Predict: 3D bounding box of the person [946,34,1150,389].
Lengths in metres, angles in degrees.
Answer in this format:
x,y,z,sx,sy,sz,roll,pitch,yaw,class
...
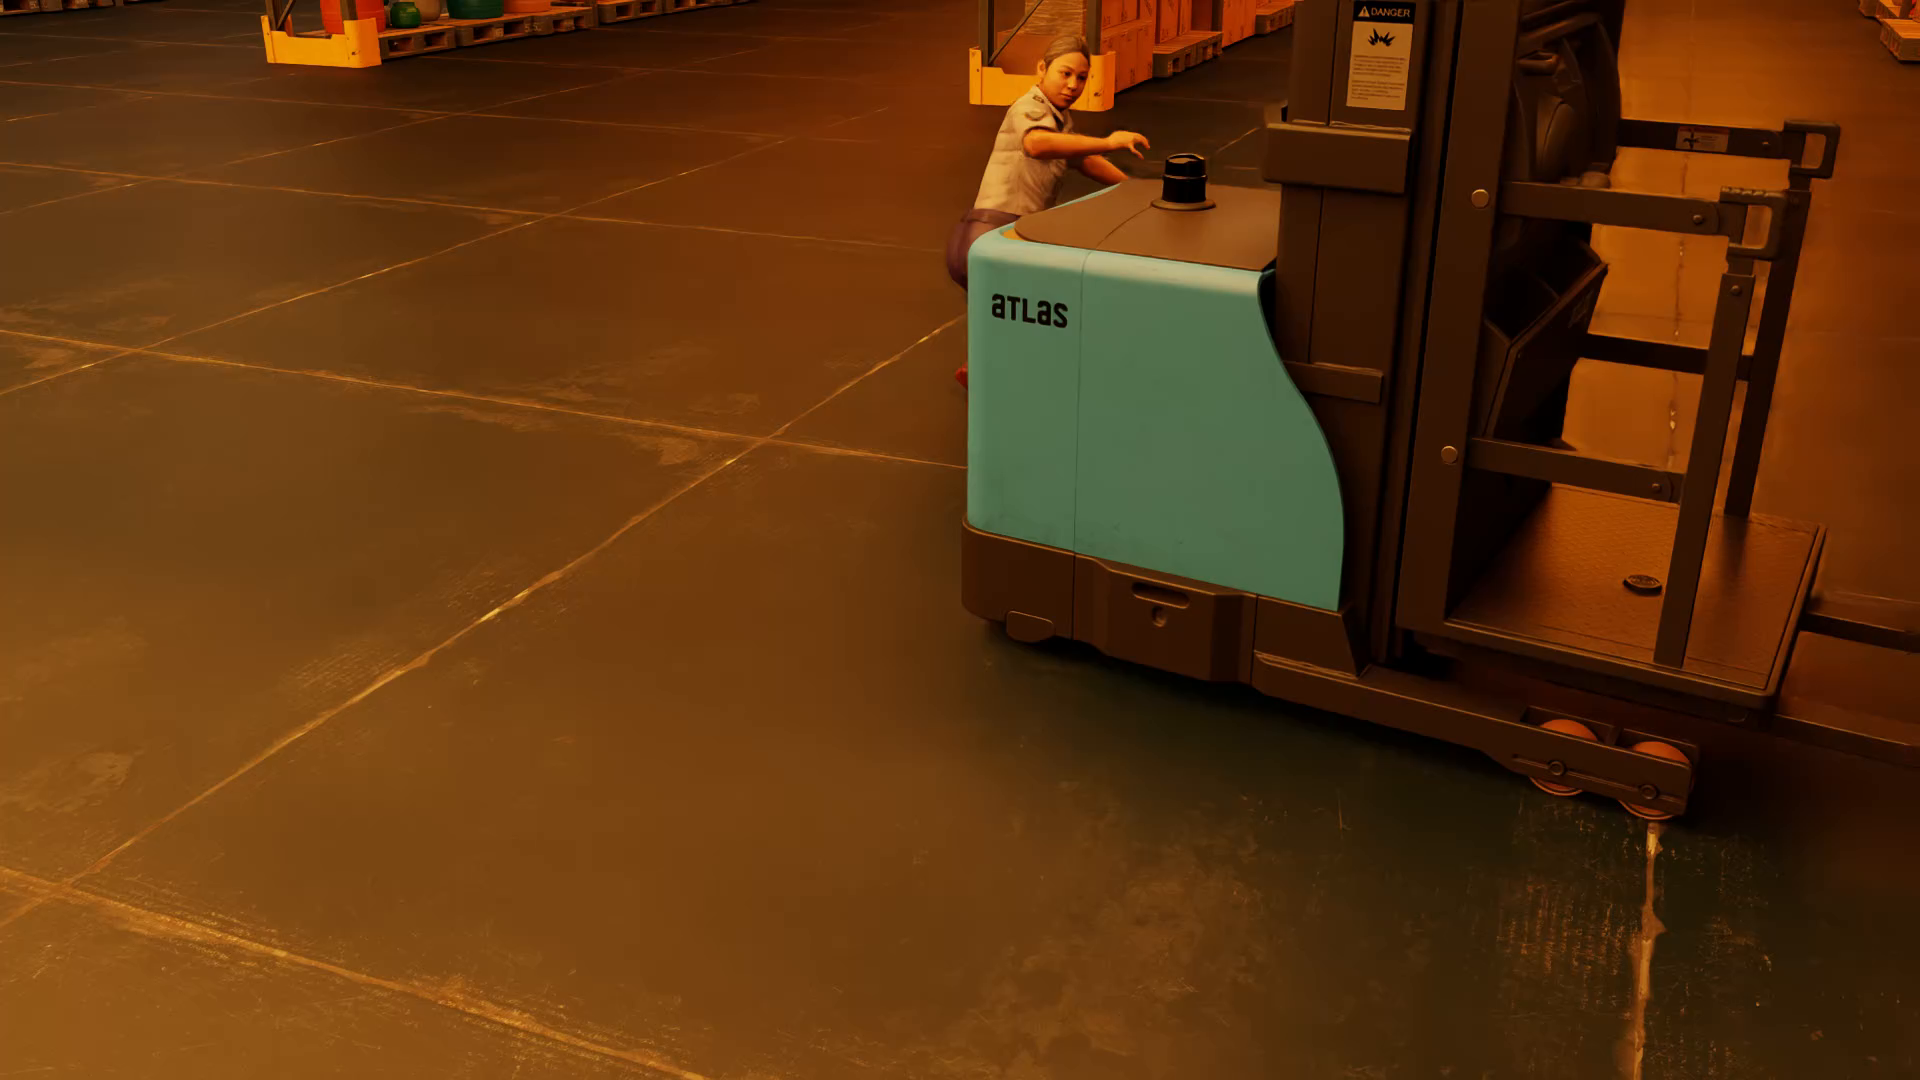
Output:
x,y,z,sx,sy,sz,roll,pitch,yaw,class
0.418,-1.061,5.871,0.922,1.386,0.730,-5,23,-13,person

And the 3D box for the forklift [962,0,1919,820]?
x,y,z,sx,sy,sz,roll,pitch,yaw,class
1.533,-0.975,3.626,3.031,2.935,1.130,13,26,28,forklift
